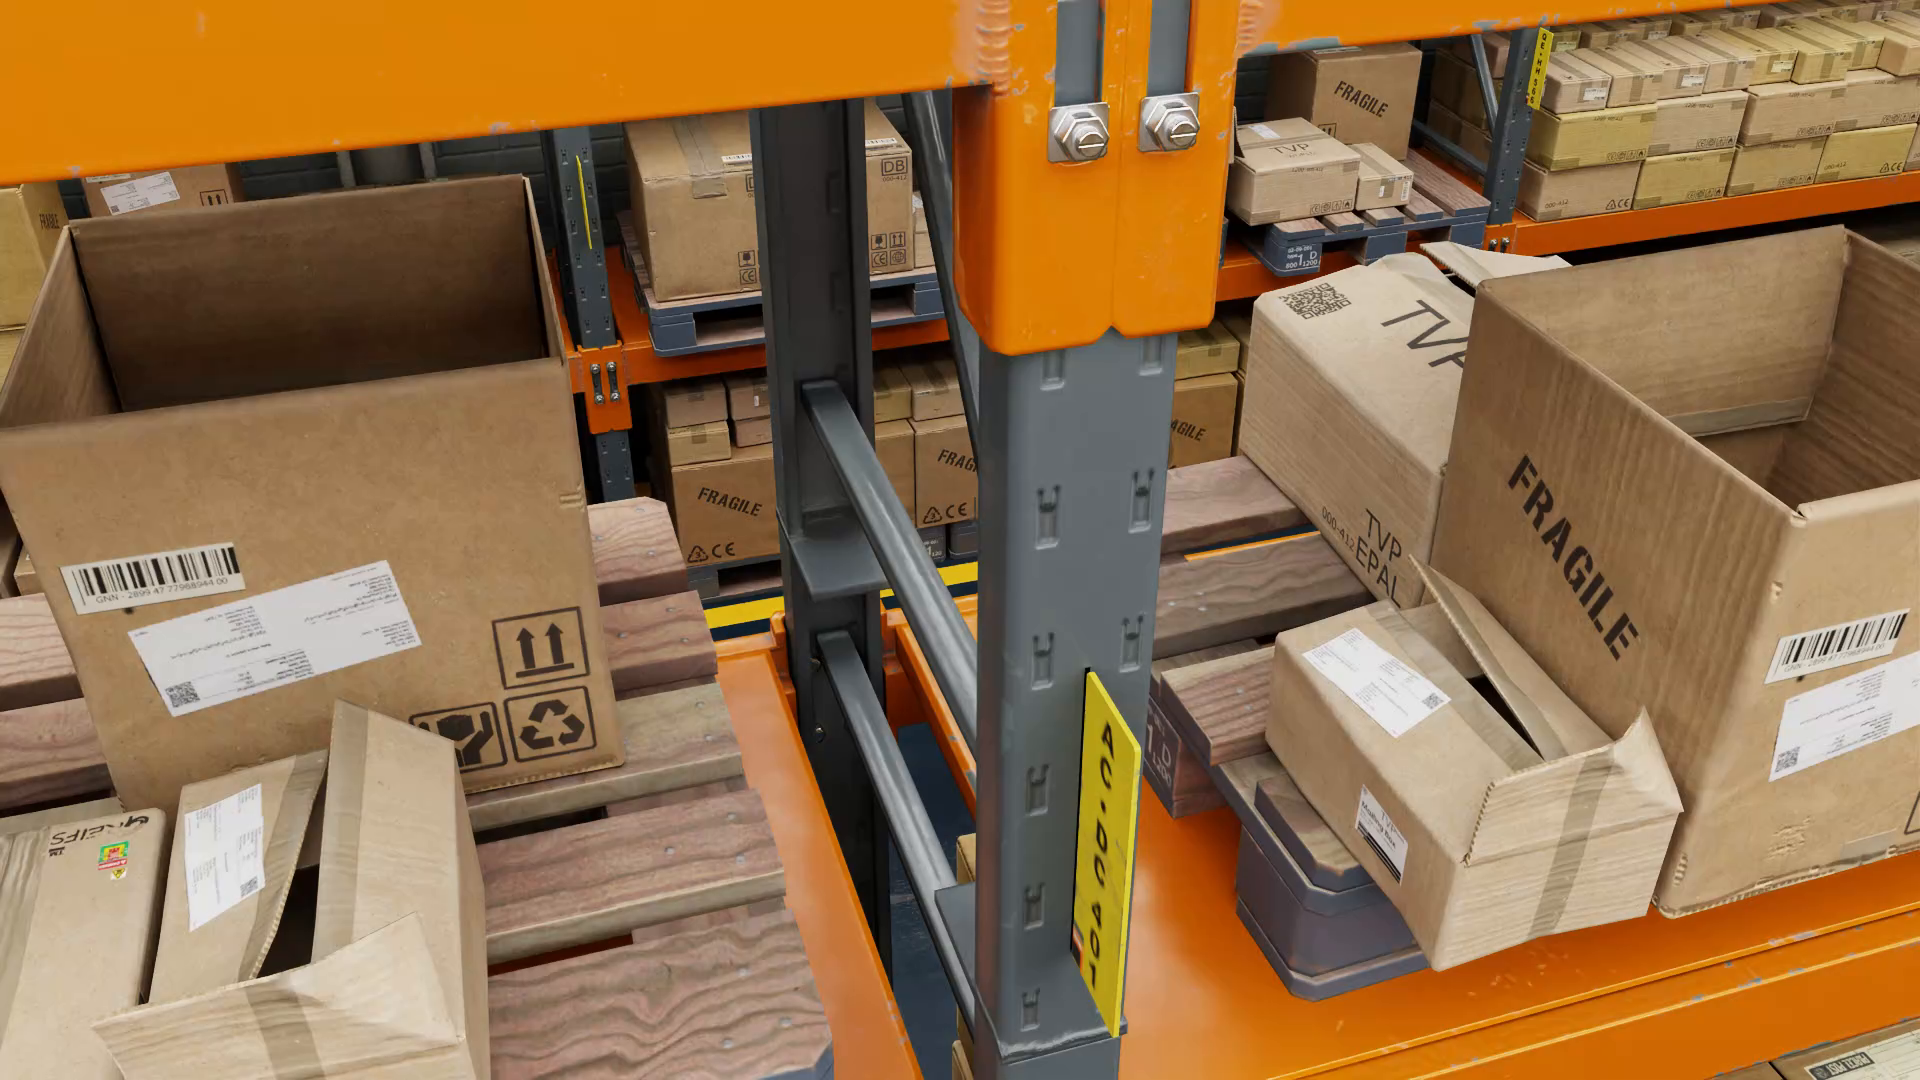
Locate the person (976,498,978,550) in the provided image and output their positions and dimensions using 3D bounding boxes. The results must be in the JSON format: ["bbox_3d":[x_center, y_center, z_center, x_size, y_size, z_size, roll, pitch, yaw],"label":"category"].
[{"bbox_3d":[0.316,0.220,5.829,0.524,1.715,0.588,-1,34,-1],"label":"person"}]
